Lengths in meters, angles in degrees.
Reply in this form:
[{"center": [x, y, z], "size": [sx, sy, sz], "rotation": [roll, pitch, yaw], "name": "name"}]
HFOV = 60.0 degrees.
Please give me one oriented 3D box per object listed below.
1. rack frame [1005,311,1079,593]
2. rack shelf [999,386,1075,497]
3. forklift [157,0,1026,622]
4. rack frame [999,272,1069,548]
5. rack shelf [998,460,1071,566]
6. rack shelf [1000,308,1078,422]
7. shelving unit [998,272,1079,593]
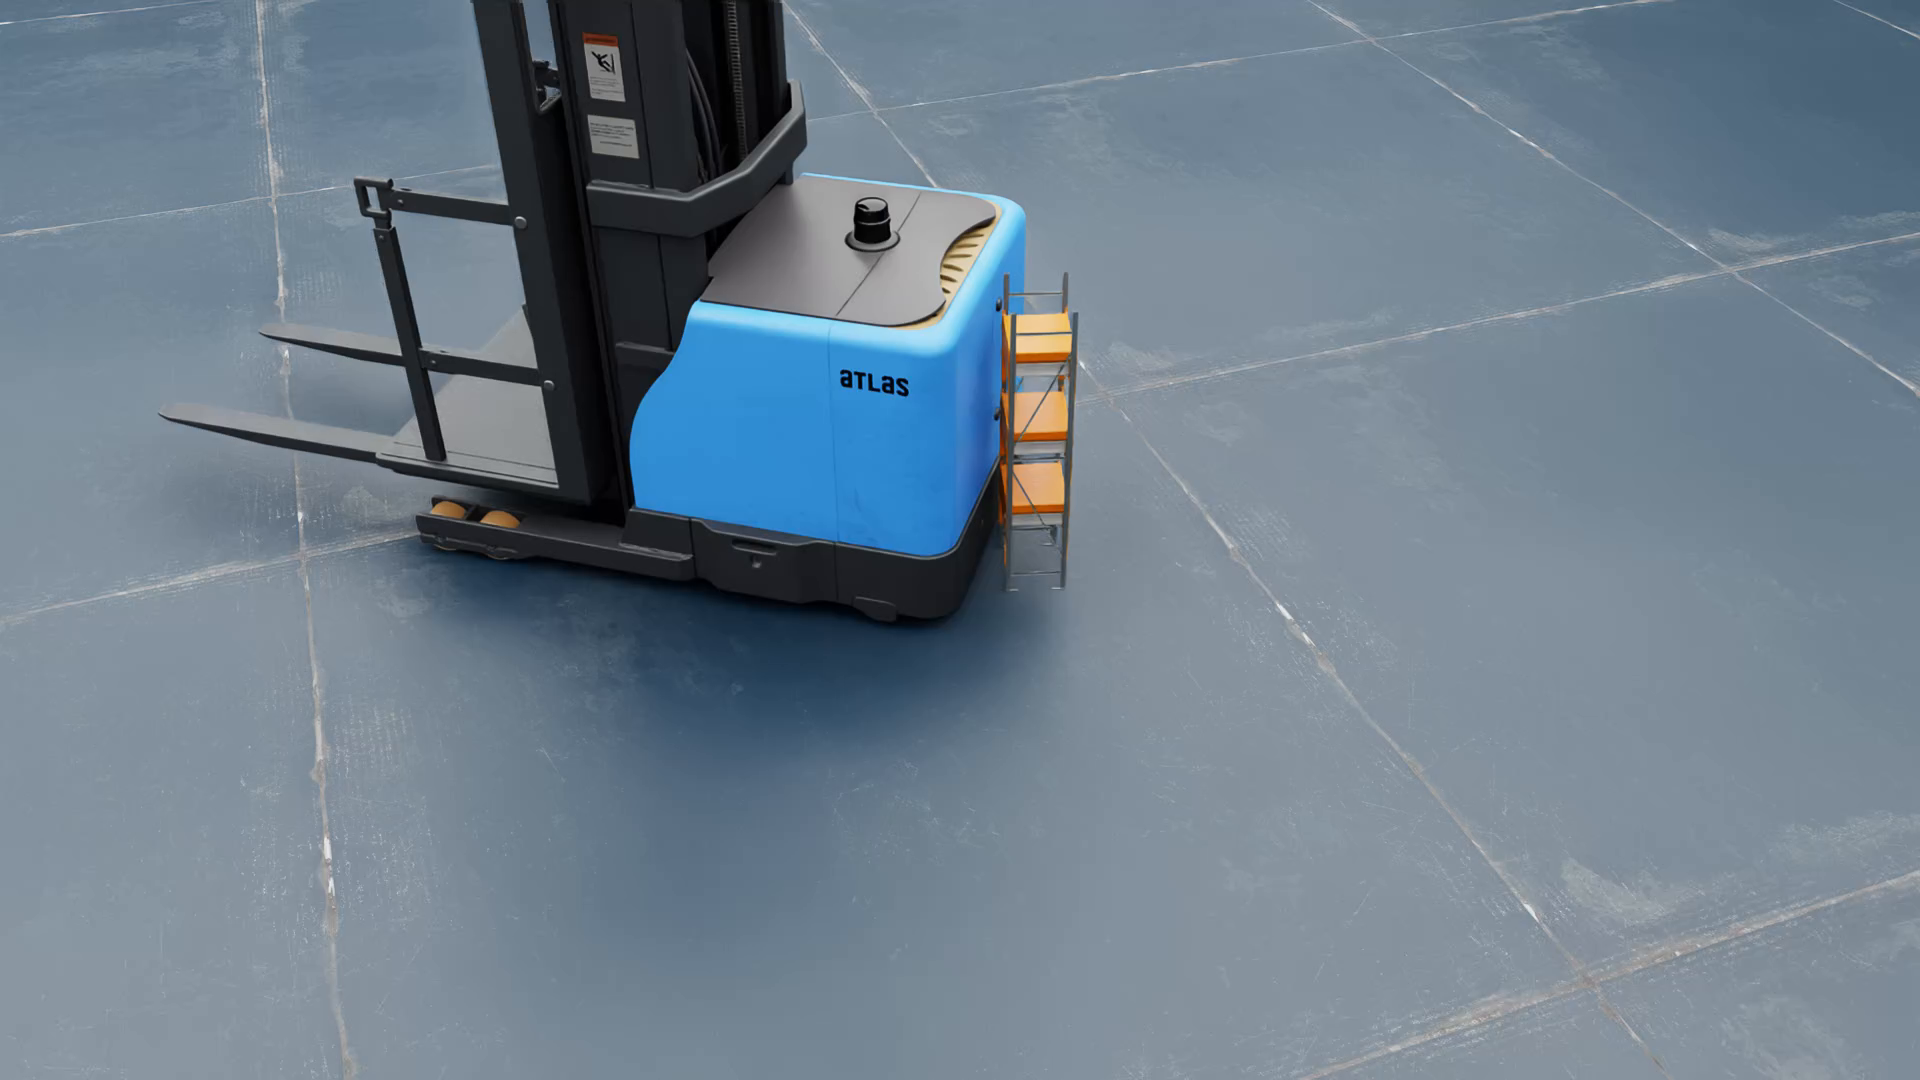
[{"center": [0.250, -0.251, 5.211], "size": [0.200, 1.050, 0.008], "rotation": [-2, 37, -3], "name": "rack frame"}, {"center": [0.242, -0.316, 5.314], "size": [0.215, 0.259, 0.240], "rotation": [-2, 37, -3], "name": "rack shelf"}, {"center": [-1.345, -1.397, 5.169], "size": [3.031, 2.935, 1.130], "rotation": [10, 38, 12], "name": "forklift"}, {"center": [0.234, -0.398, 5.405], "size": [0.200, 1.050, 0.008], "rotation": [-2, 37, -3], "name": "rack frame"}, {"center": [0.242, -0.094, 5.482], "size": [0.215, 0.259, 0.240], "rotation": [-2, 37, -3], "name": "rack shelf"}, {"center": [0.242, -0.543, 5.144], "size": [0.215, 0.259, 0.240], "rotation": [-2, 37, -3], "name": "rack shelf"}, {"center": [0.242, -0.324, 5.308], "size": [0.215, 1.050, 0.252], "rotation": [-2, 37, -3], "name": "shelving unit"}]
